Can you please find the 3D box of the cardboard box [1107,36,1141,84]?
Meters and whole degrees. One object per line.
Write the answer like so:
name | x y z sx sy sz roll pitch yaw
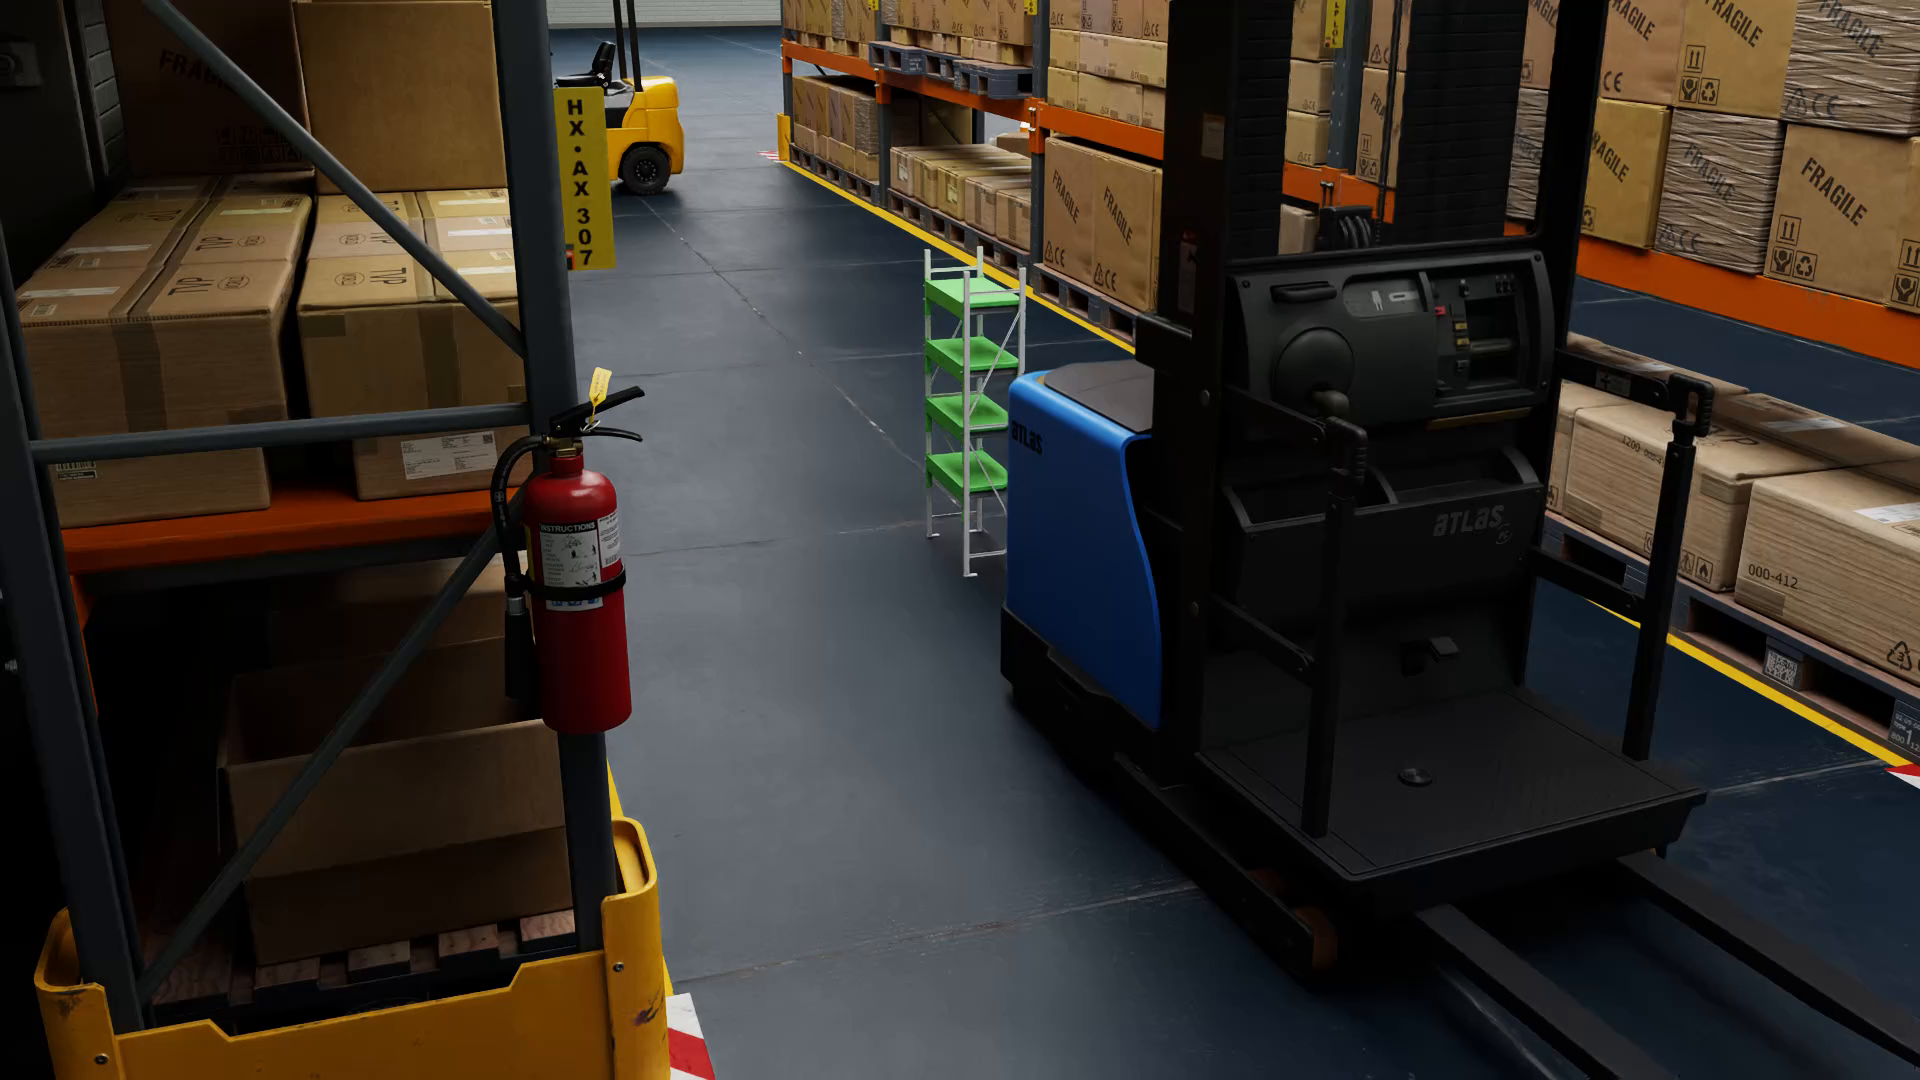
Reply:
cardboard box | 1.227 -2.932 10.124 0.500 0.250 0.500 -6 21 -17

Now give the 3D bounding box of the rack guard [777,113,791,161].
rack guard | -1.495 -4.650 19.122 1.175 0.500 0.348 -6 21 -17

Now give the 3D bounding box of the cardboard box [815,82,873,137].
cardboard box | -1.202 -4.482 17.294 0.500 0.500 0.500 -6 21 -16

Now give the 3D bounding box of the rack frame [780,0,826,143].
rack frame | -1.519 -5.850 18.767 1.000 3.000 0.127 -6 21 -17

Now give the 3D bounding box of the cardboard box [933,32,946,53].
cardboard box | -0.005 -4.014 13.405 0.380 0.149 0.250 -6 20 -15

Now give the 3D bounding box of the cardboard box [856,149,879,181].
cardboard box | -0.703 -3.631 16.036 0.500 0.250 0.500 -5 20 -15

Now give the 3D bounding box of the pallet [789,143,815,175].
pallet | -1.273 -4.249 18.434 1.003 0.211 1.213 -6 21 -17

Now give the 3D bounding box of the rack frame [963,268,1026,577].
rack frame | 0.129 -0.433 6.348 0.240 1.200 0.015 -6 21 -17

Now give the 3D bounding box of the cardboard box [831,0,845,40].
cardboard box | -0.973 -5.200 16.370 0.500 0.500 0.500 -6 21 -16

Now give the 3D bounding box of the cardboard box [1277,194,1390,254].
cardboard box | 1.982 -1.388 8.864 0.875 0.875 0.875 -6 21 -16

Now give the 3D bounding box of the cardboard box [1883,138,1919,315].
cardboard box | 3.107 -0.890 4.808 0.500 0.500 0.500 -6 21 -17

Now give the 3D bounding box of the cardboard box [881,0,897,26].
cardboard box | -0.387 -4.770 14.551 0.500 0.500 0.500 -6 21 -16

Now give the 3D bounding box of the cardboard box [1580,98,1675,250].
cardboard box | 2.618 -1.381 6.175 0.500 0.500 0.500 -6 21 -16

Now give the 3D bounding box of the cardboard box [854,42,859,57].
cardboard box | -0.810 -4.772 16.136 0.380 0.149 0.250 -7 21 -18

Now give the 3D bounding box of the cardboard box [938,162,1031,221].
cardboard box | 0.355 -2.906 13.837 0.950 0.372 0.625 -6 21 -15

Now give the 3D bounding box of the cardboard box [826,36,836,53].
cardboard box | -1.142 -5.009 16.796 0.380 0.149 0.250 -6 21 -17

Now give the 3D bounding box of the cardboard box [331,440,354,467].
cardboard box | -1.168 -0.280 3.631 0.380 0.149 0.250 -6 21 -16

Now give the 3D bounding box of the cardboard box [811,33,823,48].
cardboard box | -1.360 -5.262 17.501 0.380 0.149 0.250 -6 21 -16

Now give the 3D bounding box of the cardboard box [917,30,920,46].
cardboard box | -0.156 -4.271 14.121 0.380 0.149 0.250 -5 20 -14

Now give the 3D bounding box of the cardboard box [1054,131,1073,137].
cardboard box | 1.437 -4.381 18.369 0.637 0.503 0.797 12 23 30

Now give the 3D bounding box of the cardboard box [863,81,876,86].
cardboard box | -0.700 -4.548 17.477 0.500 0.500 0.500 -7 21 -18

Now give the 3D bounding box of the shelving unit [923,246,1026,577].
shelving unit | 0.052 -0.512 6.566 0.258 1.200 0.503 -6 21 -17

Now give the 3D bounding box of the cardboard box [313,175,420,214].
cardboard box | -1.590 -0.917 4.813 0.500 0.250 0.500 -7 21 -19

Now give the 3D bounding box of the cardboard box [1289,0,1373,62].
cardboard box | 1.874 -2.634 8.185 0.500 0.500 0.500 -6 21 -15

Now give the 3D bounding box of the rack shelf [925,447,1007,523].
rack shelf | 0.052 -0.226 6.669 0.258 0.148 0.480 -6 21 -17

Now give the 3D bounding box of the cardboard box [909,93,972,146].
cardboard box | -0.191 -4.041 16.067 0.500 0.500 0.500 -5 20 -15

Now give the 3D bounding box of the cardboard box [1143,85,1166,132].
cardboard box | 1.406 -2.539 9.769 0.500 0.250 0.500 -6 21 -17

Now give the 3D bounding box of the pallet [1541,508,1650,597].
pallet | 2.805 -0.043 6.723 1.003 0.211 1.213 -6 21 -17

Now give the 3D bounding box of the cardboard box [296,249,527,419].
cardboard box | -1.088 -0.431 3.461 0.500 0.250 0.500 -6 21 -17

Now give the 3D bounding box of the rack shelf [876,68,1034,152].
rack shelf | 0.367 -3.586 13.528 1.077 0.370 4.000 -6 21 -17

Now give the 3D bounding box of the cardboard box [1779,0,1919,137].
cardboard box | 2.940 -1.527 5.105 0.500 0.500 0.500 -6 21 -17

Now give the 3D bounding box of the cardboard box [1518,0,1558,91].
cardboard box | 2.476 -2.010 6.449 0.500 0.500 0.500 -6 21 -16

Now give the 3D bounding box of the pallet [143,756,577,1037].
pallet | -1.476 0.845 4.252 1.003 0.211 1.213 -6 21 -17

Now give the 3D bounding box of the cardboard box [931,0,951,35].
cardboard box | 0.085 -4.286 13.202 0.500 0.500 0.500 -7 21 -19

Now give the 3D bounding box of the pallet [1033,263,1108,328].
pallet | 1.172 -1.710 11.364 1.003 0.211 1.213 -6 21 -17

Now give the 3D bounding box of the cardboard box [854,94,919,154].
cardboard box | -0.702 -3.985 15.910 0.500 0.500 0.500 -7 21 -18

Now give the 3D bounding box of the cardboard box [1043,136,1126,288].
cardboard box | 1.134 -2.250 11.266 0.875 0.875 0.875 -7 21 -18

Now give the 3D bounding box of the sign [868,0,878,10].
sign | -0.774 -4.914 14.880 0.100 0.325 0.005 -6 21 -17

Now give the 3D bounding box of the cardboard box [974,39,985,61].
cardboard box | 0.323 -3.679 12.471 0.380 0.149 0.250 -7 21 -20

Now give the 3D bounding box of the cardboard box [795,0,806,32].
cardboard box | -1.468 -5.690 17.733 0.500 0.500 0.500 -6 21 -16

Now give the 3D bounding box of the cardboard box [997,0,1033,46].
cardboard box | 0.589 -3.784 11.805 0.500 0.500 0.500 -7 21 -19

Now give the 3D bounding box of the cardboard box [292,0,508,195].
cardboard box | -1.560 -1.265 4.674 0.500 0.500 0.500 -6 21 -16

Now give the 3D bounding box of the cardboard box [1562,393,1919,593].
cardboard box | 2.912 -0.202 6.209 0.875 0.438 0.875 -6 21 -16

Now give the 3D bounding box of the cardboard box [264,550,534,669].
cardboard box | -1.535 0.307 4.702 0.700 0.500 0.500 -6 20 -15

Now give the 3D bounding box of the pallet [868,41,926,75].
pallet | -0.160 -4.216 14.500 1.003 0.211 1.213 -6 21 -17

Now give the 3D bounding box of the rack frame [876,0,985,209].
rack frame | -0.262 -4.567 15.193 1.000 3.000 0.127 -6 21 -17

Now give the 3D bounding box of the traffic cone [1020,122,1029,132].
traffic cone | 0.788 -4.883 19.825 0.336 0.463 0.334 -6 21 -17

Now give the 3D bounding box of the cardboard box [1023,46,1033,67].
cardboard box | 0.669 -3.443 11.814 0.380 0.149 0.250 -6 21 -15

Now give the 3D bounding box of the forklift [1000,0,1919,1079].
forklift | 1.182 -0.497 3.964 1.130 2.935 3.031 -8 21 -22

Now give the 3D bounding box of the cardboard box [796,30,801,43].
cardboard box | -1.609 -5.601 18.445 0.380 0.149 0.250 -6 21 -17

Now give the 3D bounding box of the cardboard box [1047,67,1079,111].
cardboard box | 0.910 -3.029 11.133 0.500 0.250 0.500 -7 21 -18

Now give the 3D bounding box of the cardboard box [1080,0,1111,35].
cardboard box | 1.083 -3.458 10.480 0.500 0.500 0.500 -6 21 -17

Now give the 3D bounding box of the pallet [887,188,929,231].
pallet | -0.016 -3.005 14.969 1.003 0.211 1.213 -6 21 -17

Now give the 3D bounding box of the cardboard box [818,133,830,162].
cardboard box | -1.191 -4.127 17.416 0.500 0.250 0.500 -5 20 -14

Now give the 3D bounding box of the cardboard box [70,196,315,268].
cardboard box | -1.910 -0.701 4.213 0.500 0.250 0.500 -6 21 -15
